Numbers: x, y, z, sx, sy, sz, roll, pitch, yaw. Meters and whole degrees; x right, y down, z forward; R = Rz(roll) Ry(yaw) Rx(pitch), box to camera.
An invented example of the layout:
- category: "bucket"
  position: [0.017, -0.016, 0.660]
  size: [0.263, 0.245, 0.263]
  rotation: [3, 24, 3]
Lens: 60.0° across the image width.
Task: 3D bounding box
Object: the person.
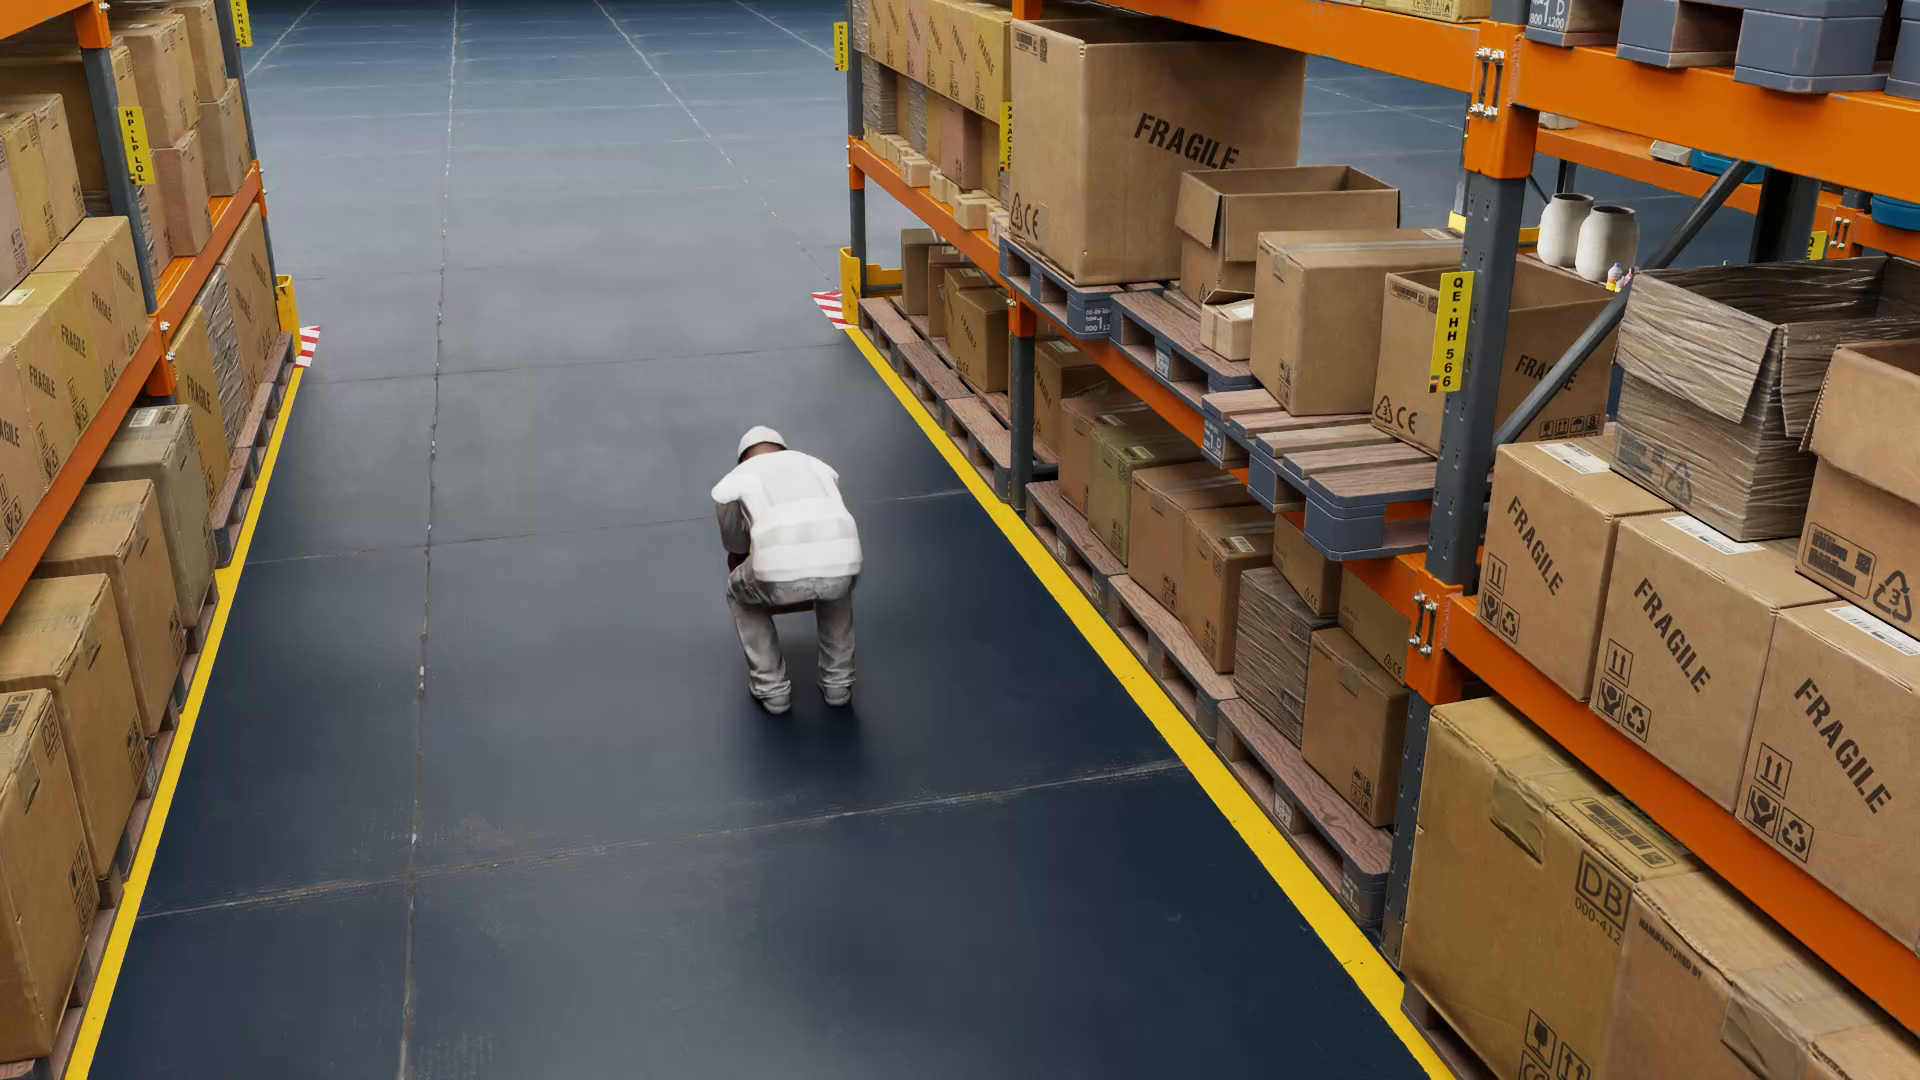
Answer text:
- category: "person"
  position: [-0.710, 0.097, 6.800]
  size: [0.538, 1.038, 0.980]
  rotation: [-7, 24, -17]
